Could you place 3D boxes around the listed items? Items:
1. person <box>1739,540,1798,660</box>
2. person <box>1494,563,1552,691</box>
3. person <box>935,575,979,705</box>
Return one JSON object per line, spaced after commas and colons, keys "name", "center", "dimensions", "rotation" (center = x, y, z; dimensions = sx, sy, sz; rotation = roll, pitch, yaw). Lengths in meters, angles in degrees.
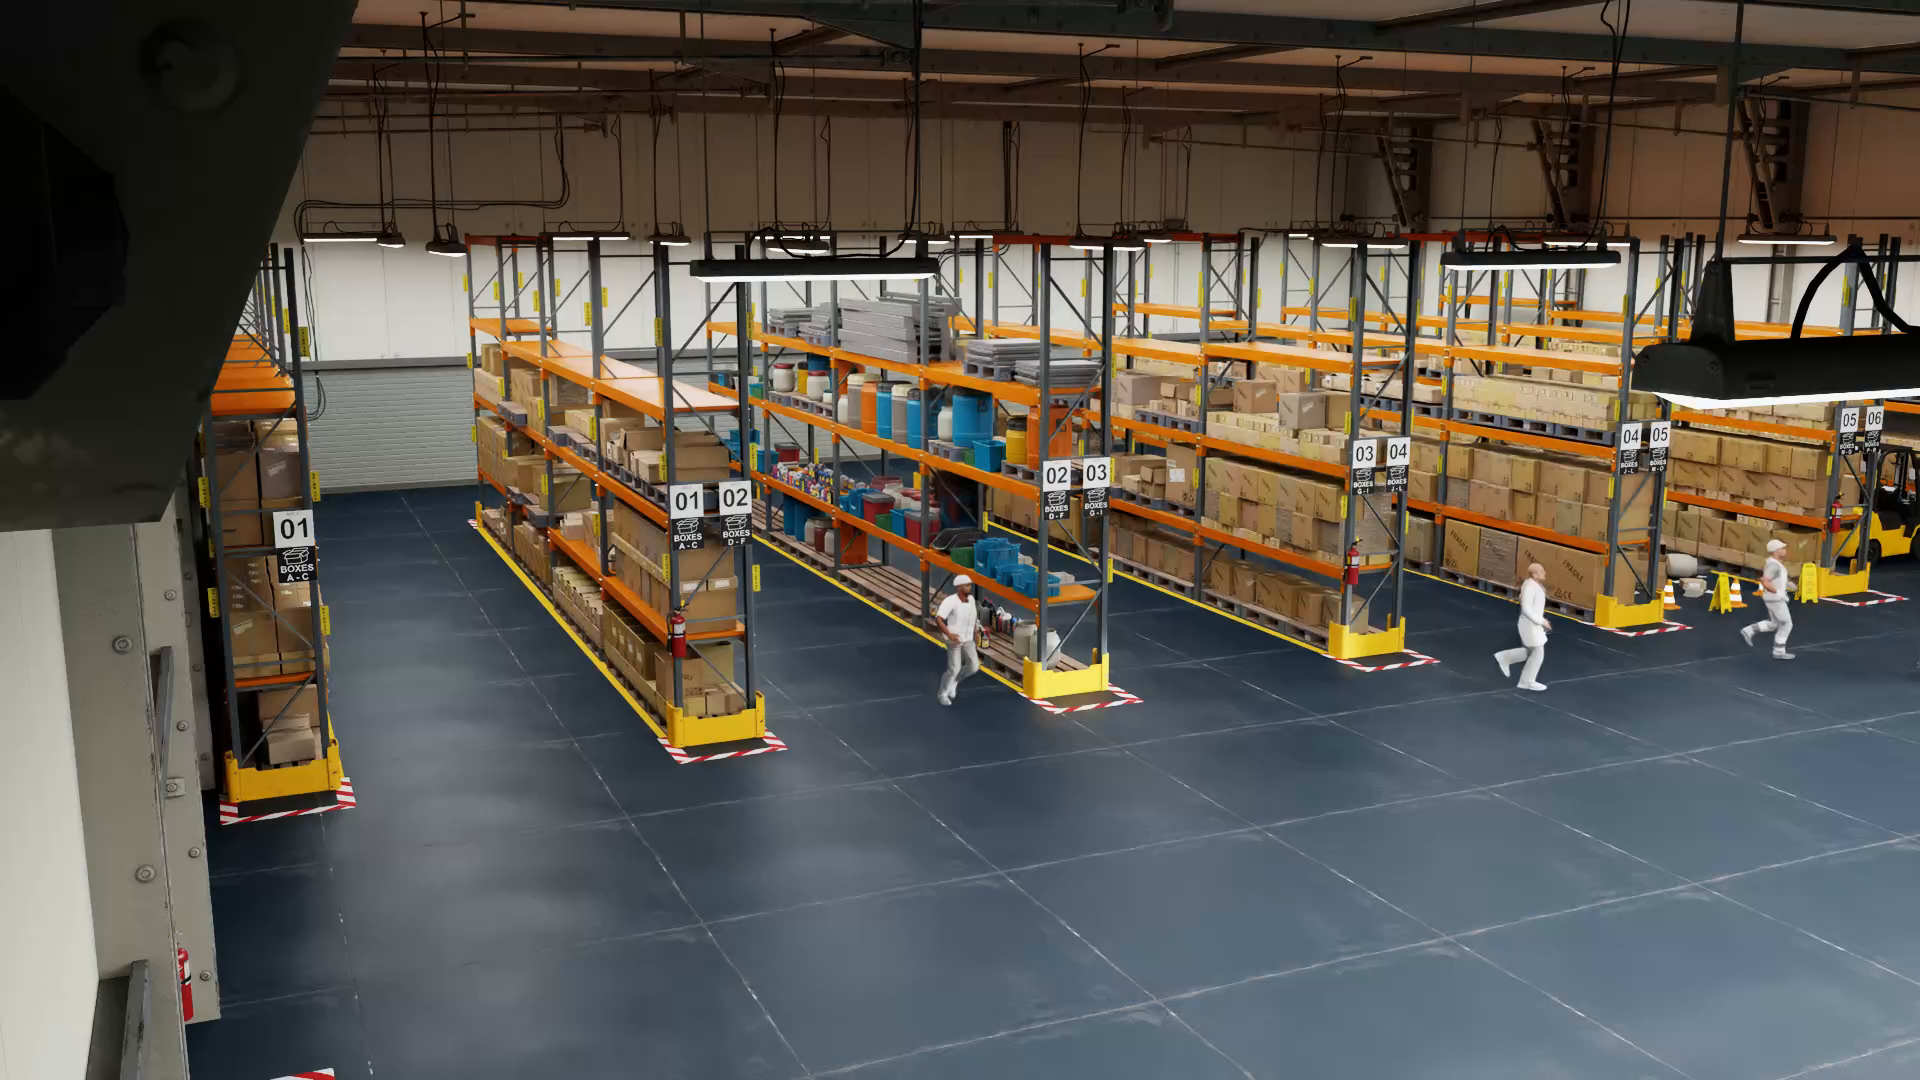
{"name": "person", "center": [11.778, 0.856, 24.135], "dimensions": [0.767, 1.746, 0.652], "rotation": [5, 12, 25]}
{"name": "person", "center": [7.651, 1.162, 22.561], "dimensions": [0.724, 1.751, 0.718], "rotation": [4, 12, 20]}
{"name": "person", "center": [0.030, 1.304, 21.887], "dimensions": [0.763, 1.705, 0.518], "rotation": [-10, 15, -41]}
